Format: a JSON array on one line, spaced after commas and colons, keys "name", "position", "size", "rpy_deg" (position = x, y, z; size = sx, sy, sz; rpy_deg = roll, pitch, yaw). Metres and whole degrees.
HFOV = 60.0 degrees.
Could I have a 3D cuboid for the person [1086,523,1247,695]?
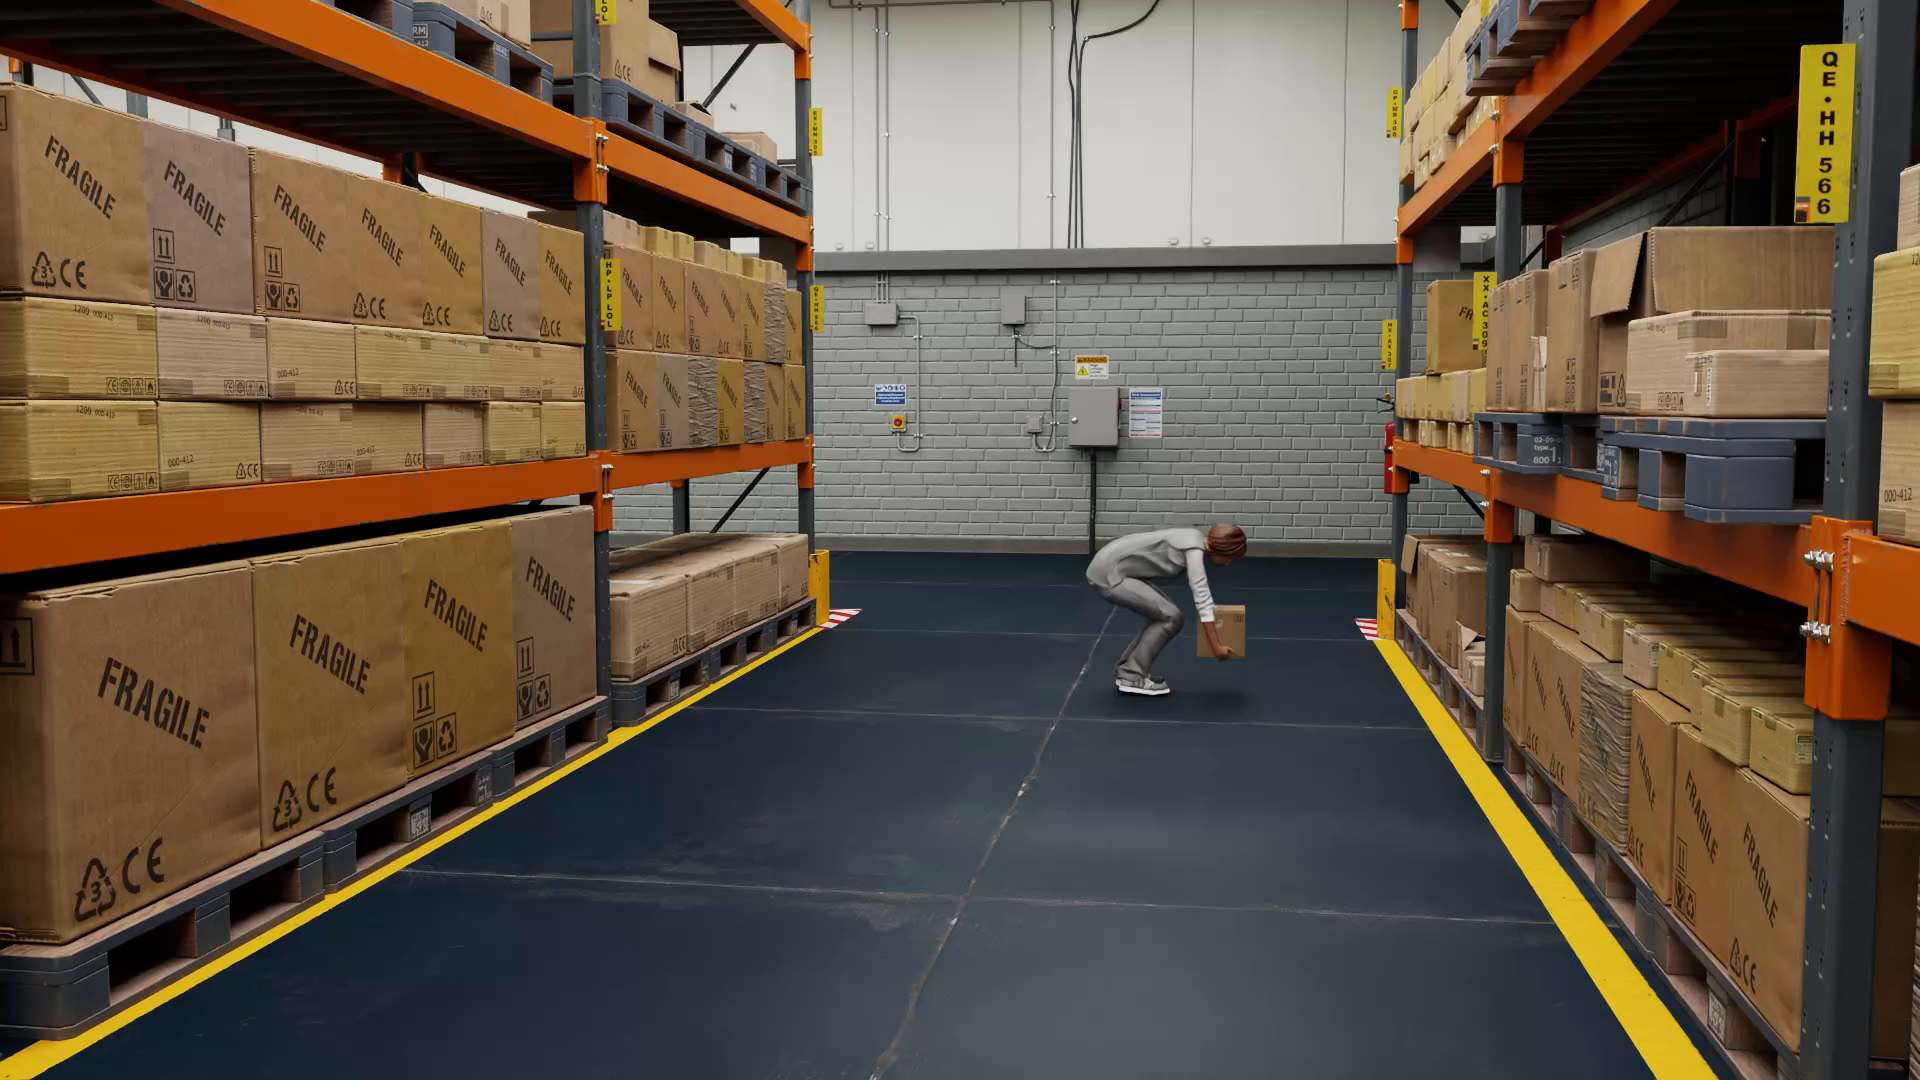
[{"name": "person", "position": [1.099, 0.364, 8.896], "size": [0.854, 0.910, 0.428], "rpy_deg": [1, 5, 6]}]
